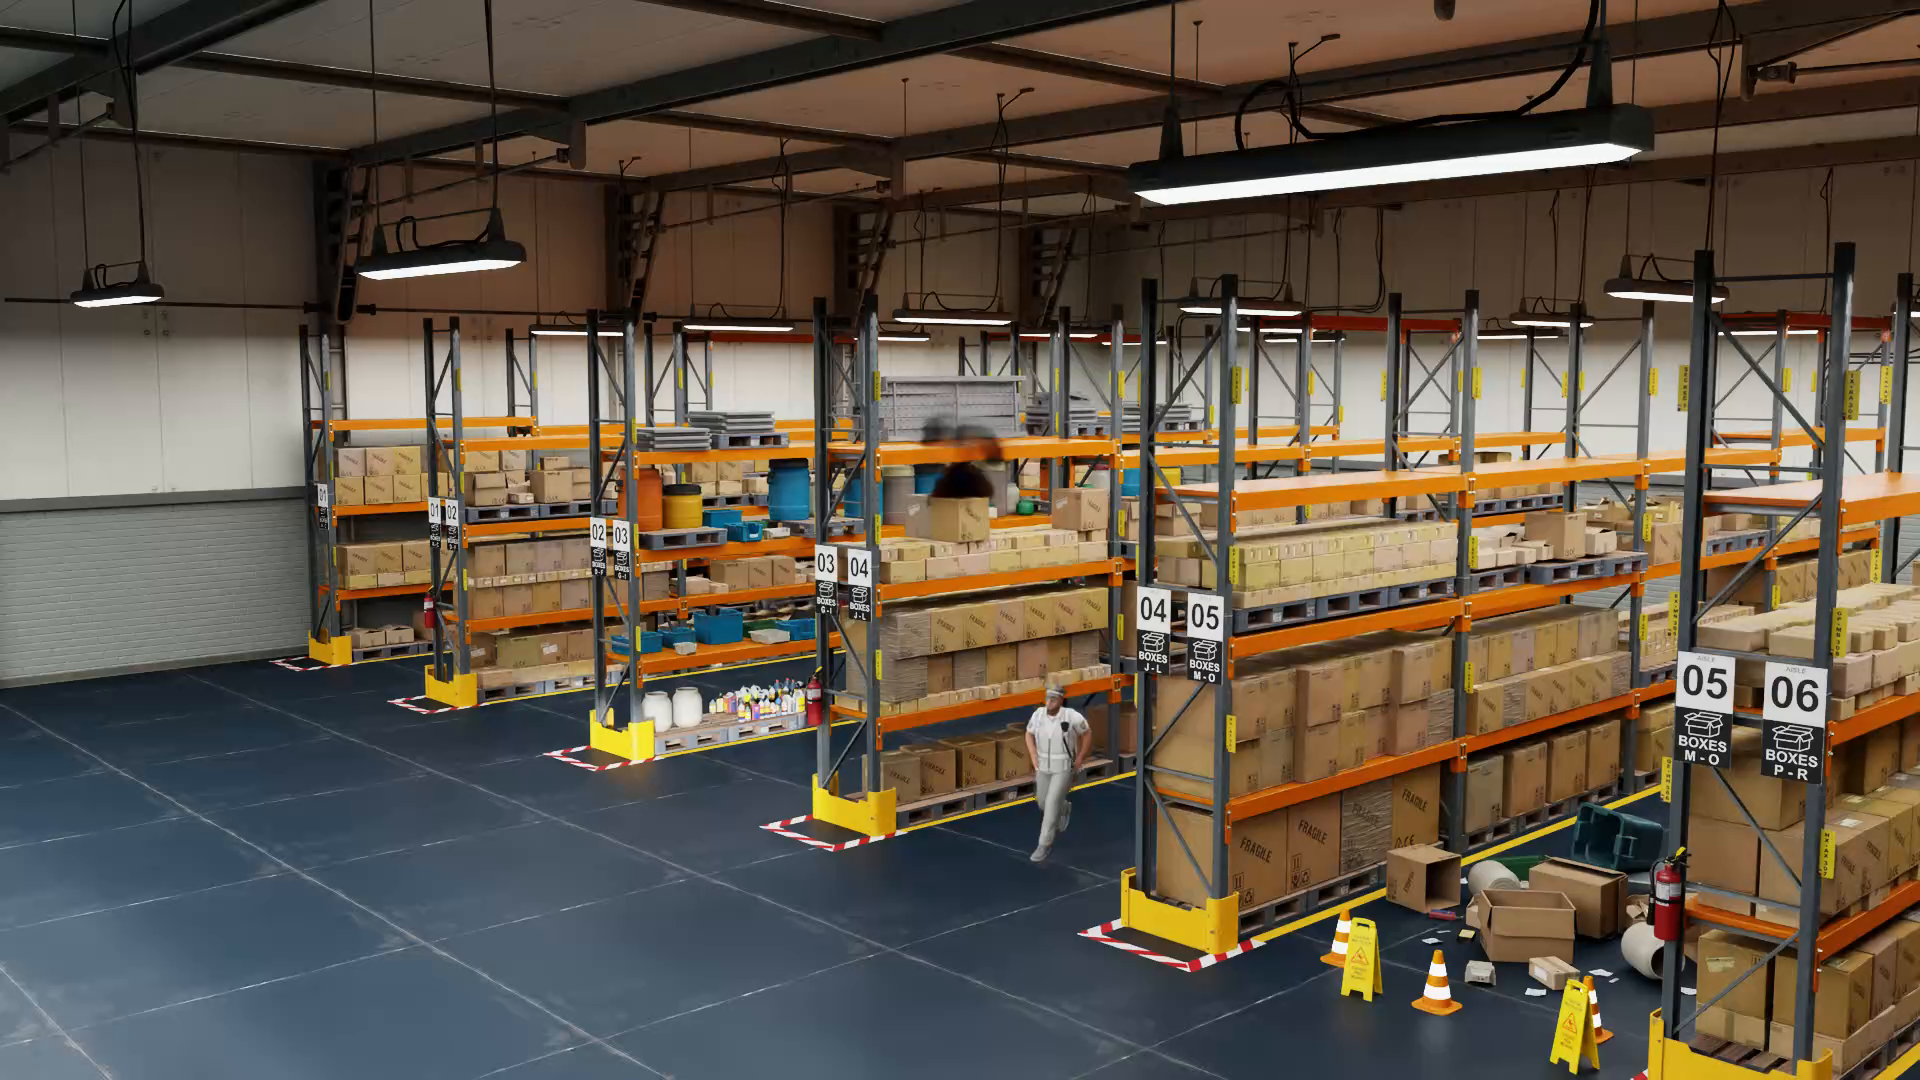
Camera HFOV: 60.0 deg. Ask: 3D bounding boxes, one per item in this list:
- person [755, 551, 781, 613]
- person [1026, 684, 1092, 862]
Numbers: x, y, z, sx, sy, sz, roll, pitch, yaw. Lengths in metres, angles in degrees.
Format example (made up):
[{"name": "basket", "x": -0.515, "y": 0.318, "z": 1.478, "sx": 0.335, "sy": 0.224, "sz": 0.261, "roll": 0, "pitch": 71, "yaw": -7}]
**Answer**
[{"name": "person", "x": -3.902, "y": 0.942, "z": 33.307, "sx": 0.732, "sy": 1.737, "sz": 0.810, "roll": 4, "pitch": 7, "yaw": 36}, {"name": "person", "x": 0.989, "y": 2.316, "z": 17.022, "sx": 0.686, "sy": 1.776, "sz": 0.923, "roll": 3, "pitch": 6, "yaw": 25}]
